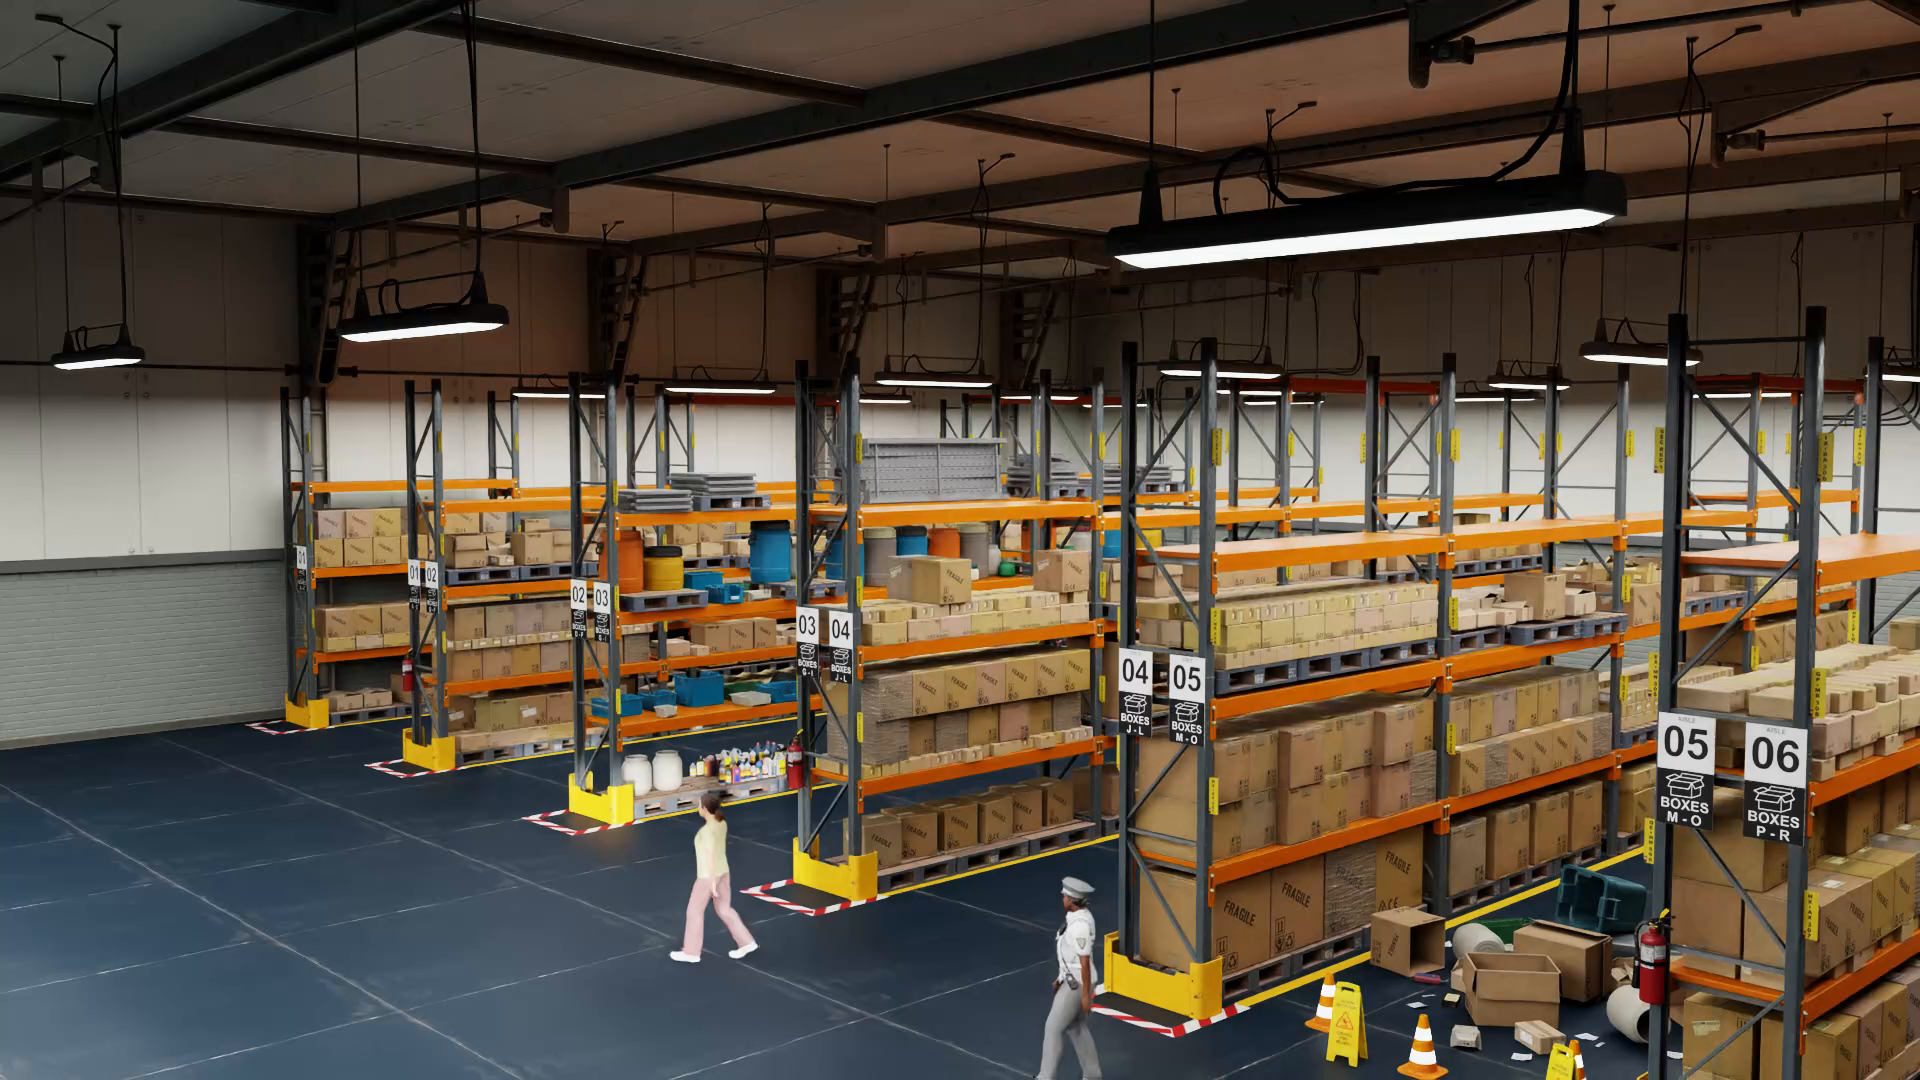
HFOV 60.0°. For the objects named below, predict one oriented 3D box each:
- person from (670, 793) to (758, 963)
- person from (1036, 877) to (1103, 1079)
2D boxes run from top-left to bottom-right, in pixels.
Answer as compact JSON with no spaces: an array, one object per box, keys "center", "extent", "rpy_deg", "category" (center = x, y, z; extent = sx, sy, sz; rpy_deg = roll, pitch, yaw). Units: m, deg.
[{"center":[-2.405,3.292,16.255],"extent":[0.822,1.655,0.437],"rpy_deg":[1,4,21],"category":"person"},{"center":[0.807,3.499,13.034],"extent":[0.623,1.683,0.568],"rpy_deg":[1,4,9],"category":"person"}]
